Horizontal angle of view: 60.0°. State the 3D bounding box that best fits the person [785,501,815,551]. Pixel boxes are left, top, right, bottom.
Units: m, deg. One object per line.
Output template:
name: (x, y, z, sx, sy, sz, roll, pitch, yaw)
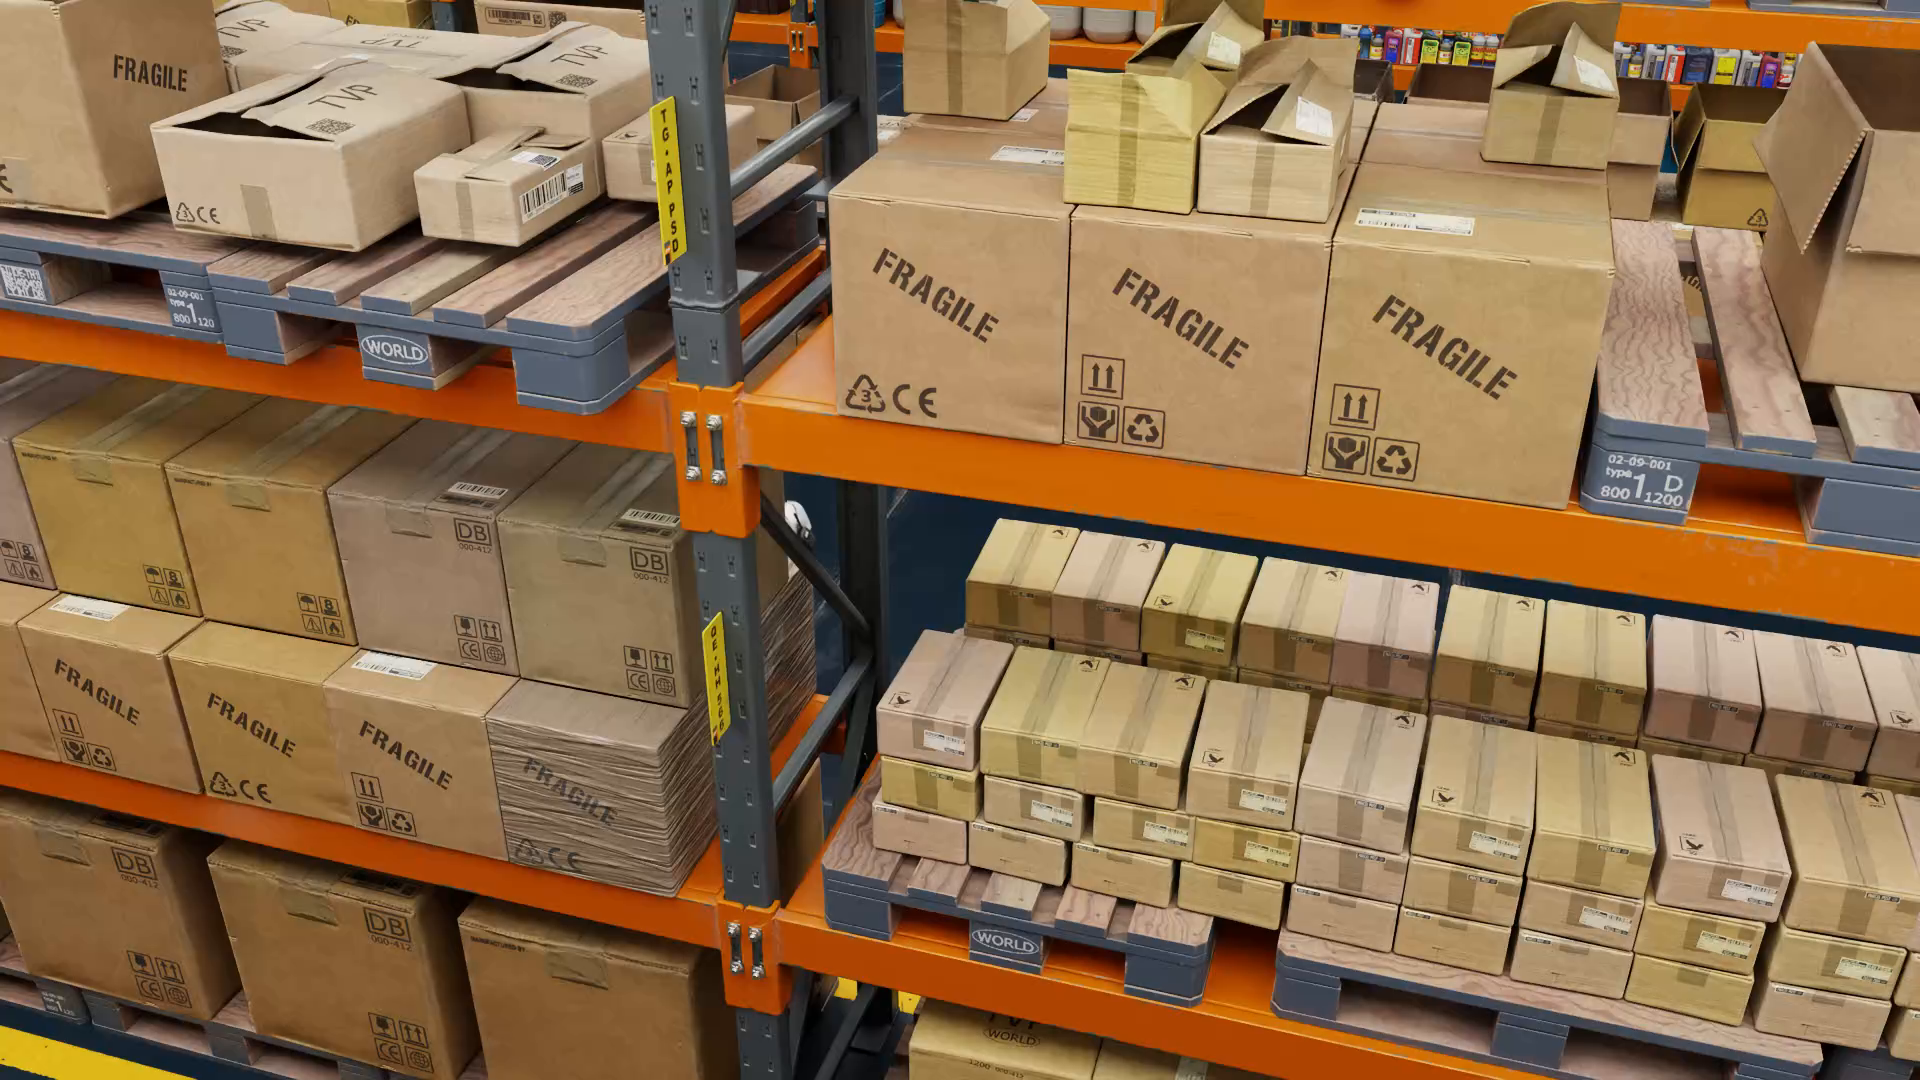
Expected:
person: (-0.898, 0.381, 7.021, 0.415, 1.108, 0.926, 8, 30, 13)
